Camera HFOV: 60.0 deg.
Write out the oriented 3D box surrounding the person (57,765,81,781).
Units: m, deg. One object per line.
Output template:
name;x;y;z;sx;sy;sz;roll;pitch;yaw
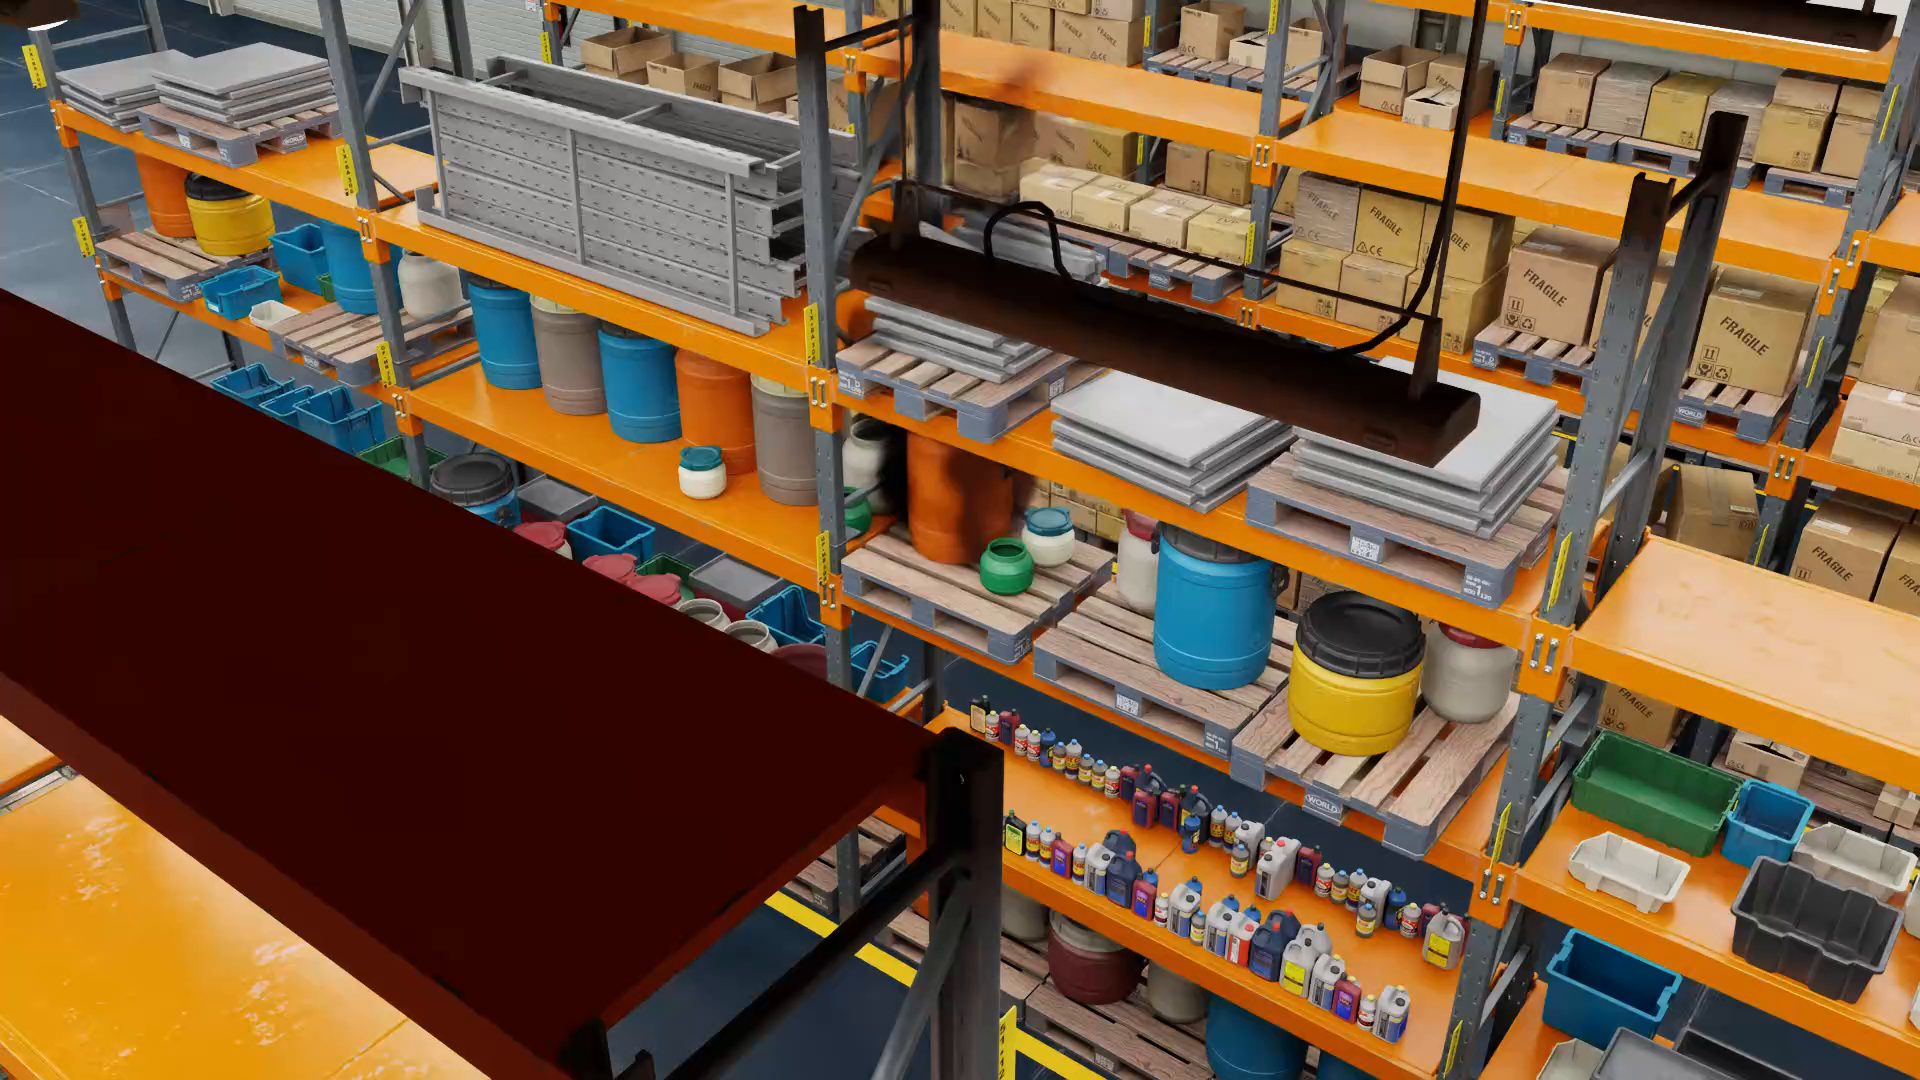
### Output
person;-5.590;1.804;10.802;0.839;1.590;0.538;13;34;20
